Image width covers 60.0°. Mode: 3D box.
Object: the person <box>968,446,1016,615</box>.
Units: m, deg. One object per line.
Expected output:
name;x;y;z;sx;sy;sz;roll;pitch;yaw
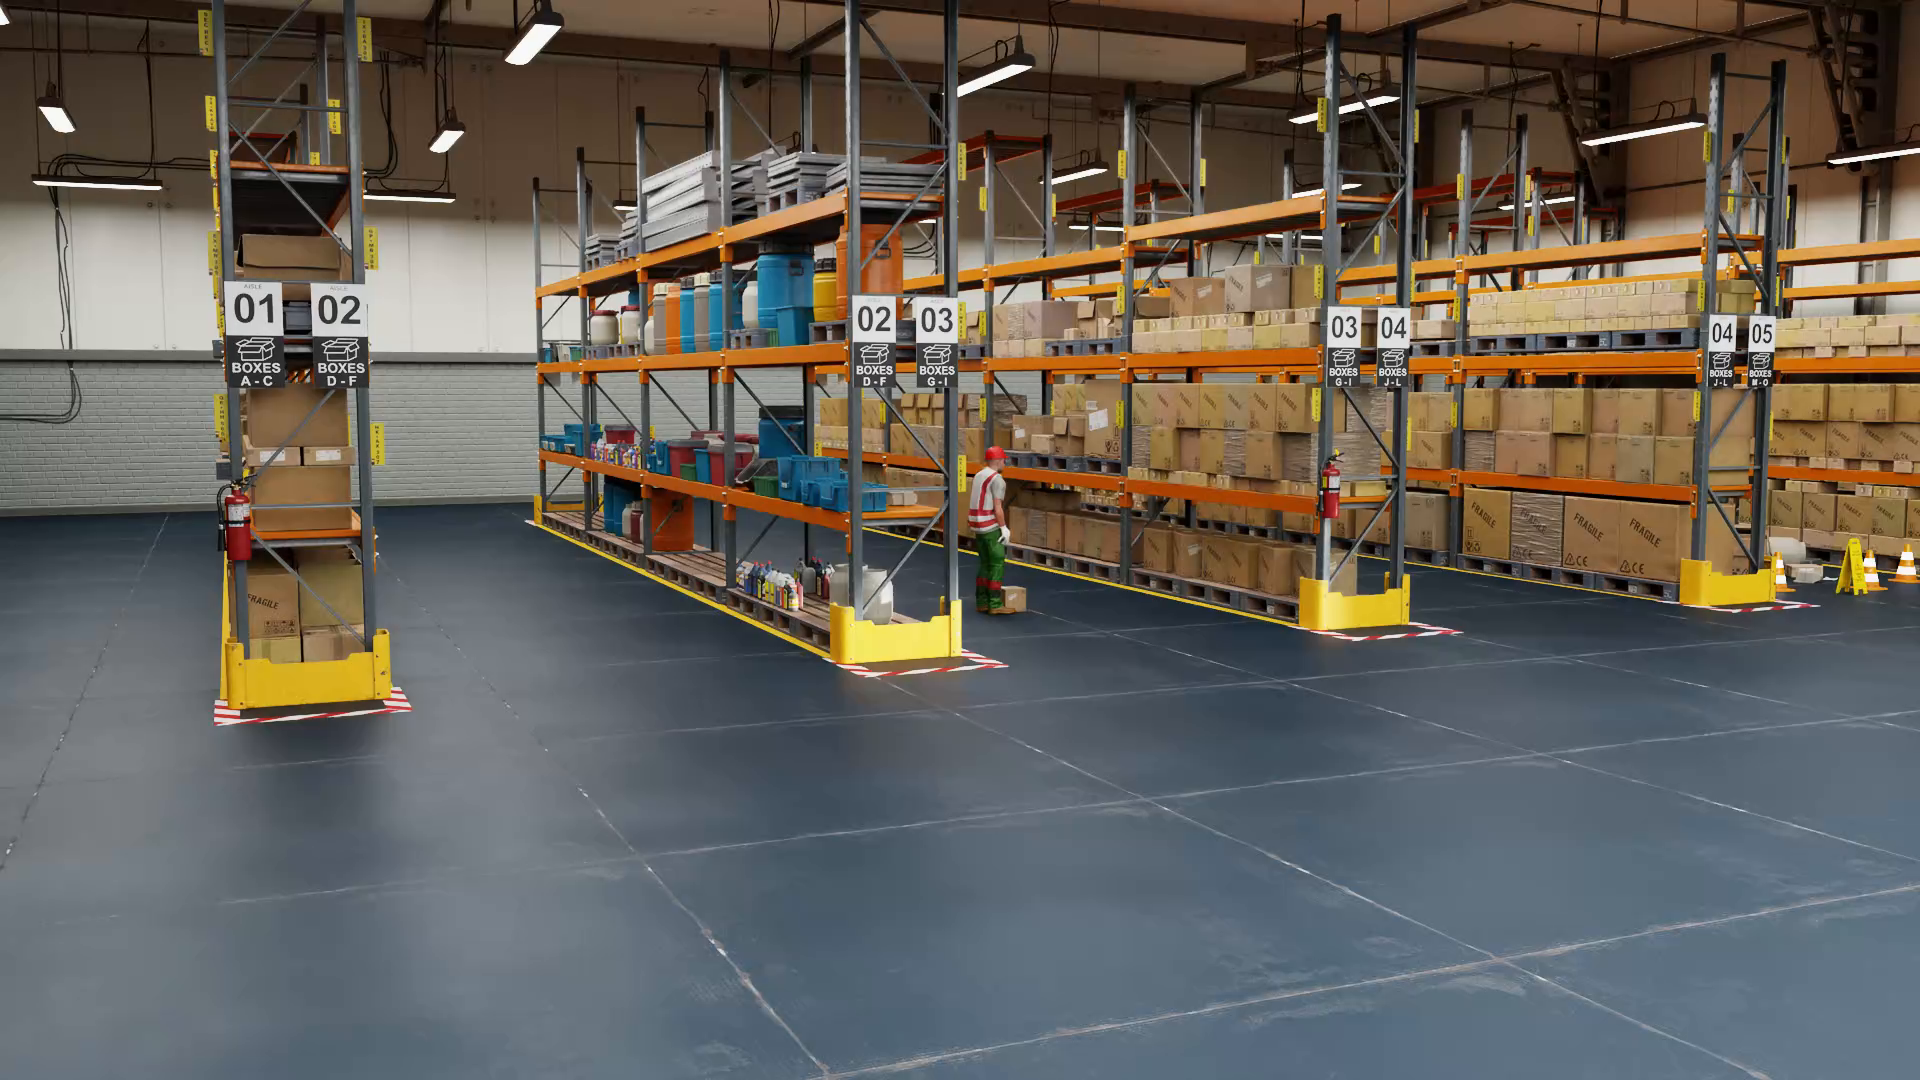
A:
person;0.337;-0.111;17.821;0.453;1.778;0.616;-3;6;-27
